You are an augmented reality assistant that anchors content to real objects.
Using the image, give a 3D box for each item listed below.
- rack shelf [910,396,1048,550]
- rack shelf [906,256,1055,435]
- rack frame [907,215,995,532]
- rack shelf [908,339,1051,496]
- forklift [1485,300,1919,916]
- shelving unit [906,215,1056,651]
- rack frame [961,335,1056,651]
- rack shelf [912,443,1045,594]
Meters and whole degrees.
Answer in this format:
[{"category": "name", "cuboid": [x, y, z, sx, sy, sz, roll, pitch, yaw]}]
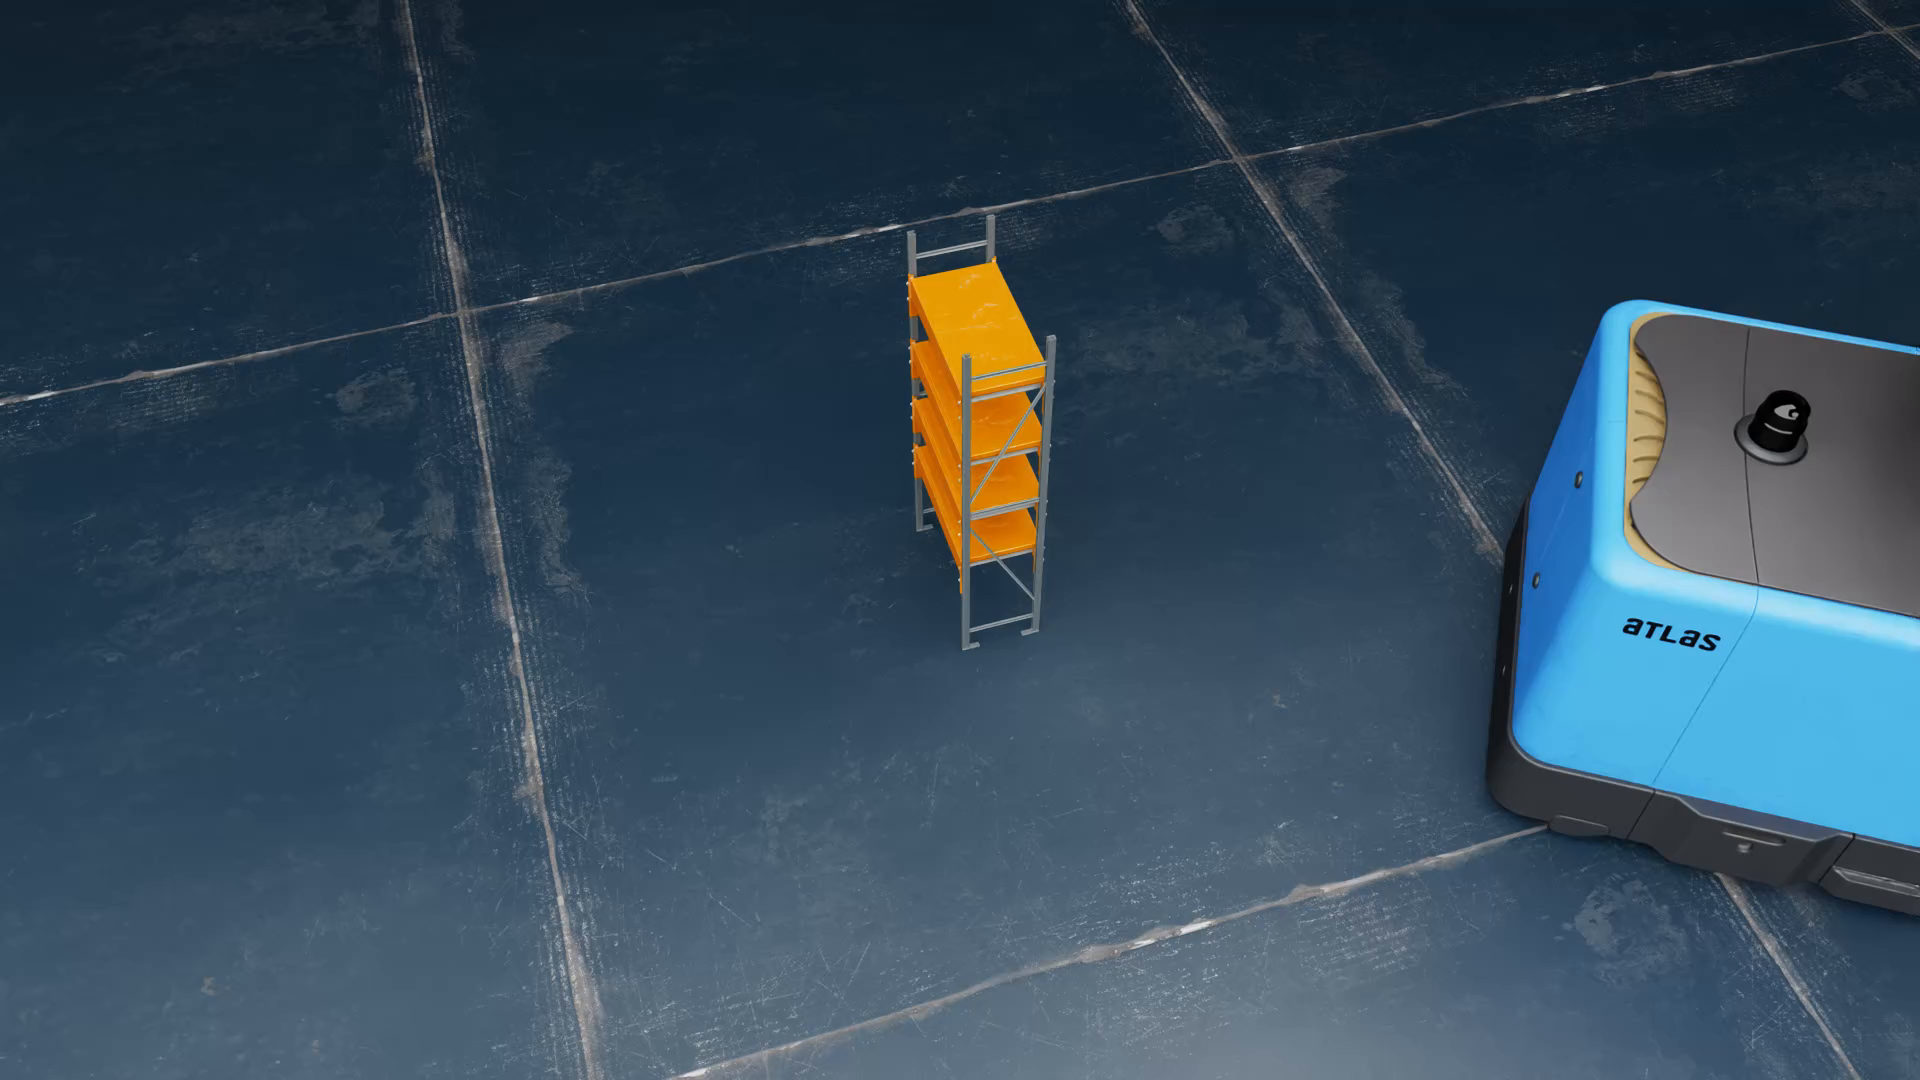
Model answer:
[{"category": "rack shelf", "cuboid": [0.049, -0.222, 4.741, 0.258, 0.148, 0.480, -13, 51, -11]}, {"category": "rack shelf", "cuboid": [0.049, -0.519, 4.389, 0.258, 0.148, 0.480, -13, 51, -11]}, {"category": "rack frame", "cuboid": [-0.023, -0.444, 4.840, 0.240, 1.200, 0.015, -13, 51, -11]}, {"category": "rack shelf", "cuboid": [0.049, -0.367, 4.570, 0.258, 0.148, 0.480, -13, 51, -11]}, {"category": "forklift", "cuboid": [3.028, -0.243, 3.538, 3.031, 2.935, 1.130, 12, 51, 10]}, {"category": "shelving unit", "cuboid": [0.049, -0.266, 4.689, 0.258, 1.200, 0.503, -13, 51, -11]}, {"category": "rack frame", "cuboid": [0.121, -0.088, 4.539, 0.240, 1.200, 0.015, -13, 51, -11]}, {"category": "rack shelf", "cuboid": [0.049, -0.094, 4.893, 0.258, 0.148, 0.480, -13, 51, -11]}]
